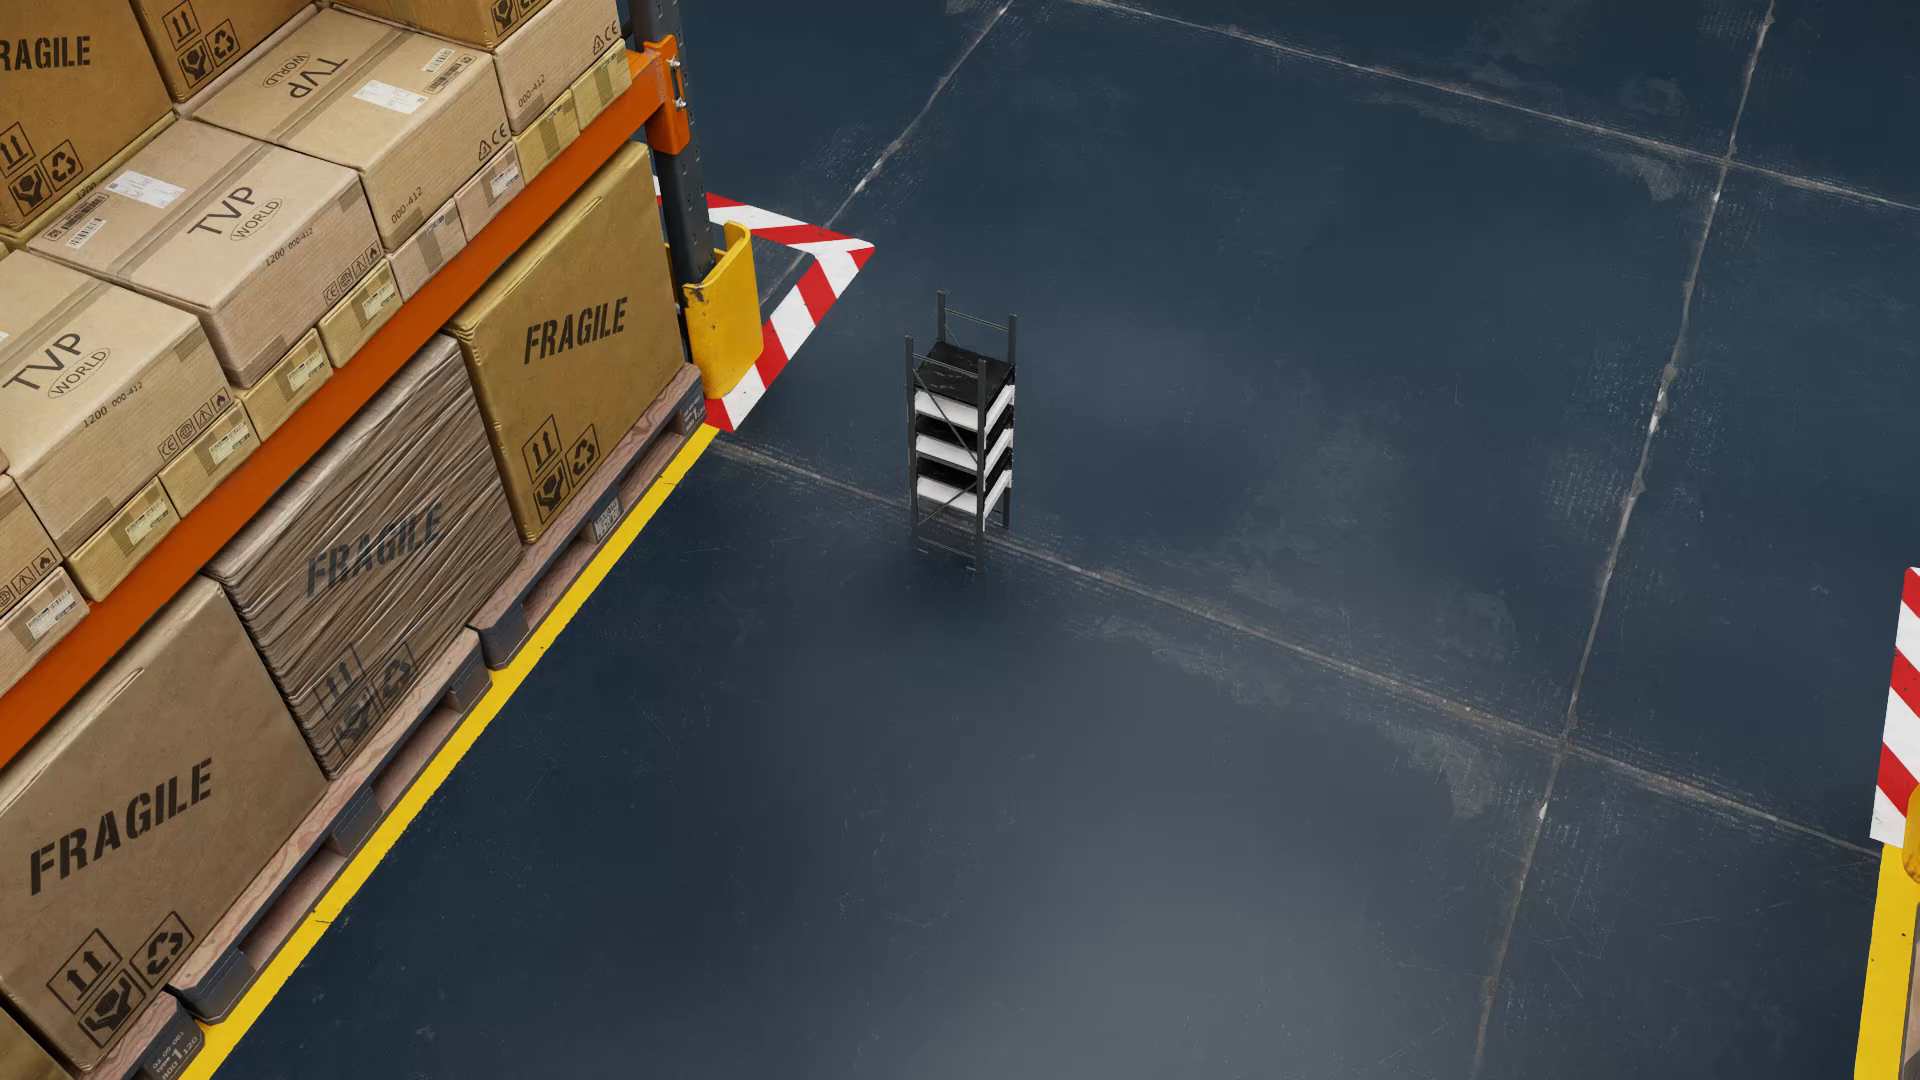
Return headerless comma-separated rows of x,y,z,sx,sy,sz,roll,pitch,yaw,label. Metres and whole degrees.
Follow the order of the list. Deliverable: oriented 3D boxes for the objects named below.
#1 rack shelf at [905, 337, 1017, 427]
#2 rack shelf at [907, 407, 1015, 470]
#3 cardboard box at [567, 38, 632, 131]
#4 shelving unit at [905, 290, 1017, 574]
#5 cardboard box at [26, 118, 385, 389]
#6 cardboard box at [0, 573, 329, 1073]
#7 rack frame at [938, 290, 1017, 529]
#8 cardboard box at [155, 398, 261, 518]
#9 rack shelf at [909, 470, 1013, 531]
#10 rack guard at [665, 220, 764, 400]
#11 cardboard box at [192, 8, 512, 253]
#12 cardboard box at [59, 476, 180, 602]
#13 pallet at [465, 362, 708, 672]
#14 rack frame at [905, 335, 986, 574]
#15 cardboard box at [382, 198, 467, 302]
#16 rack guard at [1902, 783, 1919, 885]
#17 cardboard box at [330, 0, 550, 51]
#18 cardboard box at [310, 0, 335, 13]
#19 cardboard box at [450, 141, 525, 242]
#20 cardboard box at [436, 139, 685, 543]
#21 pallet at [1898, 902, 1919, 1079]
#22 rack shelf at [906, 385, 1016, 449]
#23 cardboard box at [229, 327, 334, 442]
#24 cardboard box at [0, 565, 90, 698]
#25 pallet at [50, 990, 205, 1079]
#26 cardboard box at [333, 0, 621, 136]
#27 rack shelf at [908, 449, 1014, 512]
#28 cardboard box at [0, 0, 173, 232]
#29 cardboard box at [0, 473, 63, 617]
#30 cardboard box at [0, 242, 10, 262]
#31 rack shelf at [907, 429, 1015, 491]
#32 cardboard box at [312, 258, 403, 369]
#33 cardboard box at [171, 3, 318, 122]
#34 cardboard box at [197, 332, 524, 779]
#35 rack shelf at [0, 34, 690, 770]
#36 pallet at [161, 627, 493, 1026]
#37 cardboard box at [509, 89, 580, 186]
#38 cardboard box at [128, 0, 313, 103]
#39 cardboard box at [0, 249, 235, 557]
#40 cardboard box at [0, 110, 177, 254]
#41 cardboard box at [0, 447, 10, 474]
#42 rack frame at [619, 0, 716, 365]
0.003,-0.451,4.732,0.258,0.077,0.200,20,52,16,rack shelf
0.003,-0.334,4.869,0.258,0.077,0.200,20,52,16,rack shelf
-1.131,-1.291,4.544,0.380,0.149,0.250,21,53,17,cardboard box
0.003,-0.297,4.912,0.258,0.900,0.210,20,52,16,shelving unit
-1.678,-0.653,3.739,0.500,0.250,0.500,18,52,15,cardboard box
-2.247,0.534,3.946,0.875,0.875,0.875,20,52,16,cardboard box
0.047,-0.367,4.972,0.240,0.900,0.006,20,52,16,rack frame
-1.785,-0.239,3.648,0.380,0.149,0.250,21,53,17,cardboard box
0.003,-0.159,5.075,0.258,0.077,0.200,20,52,16,rack shelf
-1.267,-0.931,5.714,1.175,0.500,0.348,20,52,16,rack guard
-1.461,-1.004,4.038,0.500,0.250,0.500,19,52,15,cardboard box
-1.894,-0.058,3.495,0.380,0.149,0.250,18,52,15,cardboard box
-1.548,-0.245,5.320,1.003,0.211,1.213,20,52,16,pallet
-0.040,-0.227,4.852,0.240,0.900,0.006,20,52,16,rack frame
-1.457,-0.767,4.098,0.380,0.149,0.250,21,53,17,cardboard box
3.132,0.821,4.223,1.175,0.500,0.348,20,52,16,rack guard
-1.247,-1.595,4.048,0.500,0.500,0.500,20,53,17,cardboard box
-1.726,-1.530,4.486,0.500,0.250,0.500,19,52,15,cardboard box
-1.350,-0.938,4.244,0.380,0.149,0.250,20,52,16,cardboard box
-1.478,-0.706,5.000,0.875,0.875,0.875,20,52,16,cardboard box
2.753,1.462,3.867,1.003,0.211,1.213,20,52,16,pallet
0.003,-0.392,4.800,0.258,0.077,0.200,20,52,16,rack shelf
-1.677,-0.409,3.793,0.380,0.149,0.250,20,52,16,cardboard box
-2.005,0.123,3.341,0.380,0.149,0.250,20,53,16,cardboard box
-2.590,1.435,3.890,1.003,0.211,1.213,20,52,16,pallet
-1.244,-1.353,4.335,0.500,0.250,0.500,19,52,16,cardboard box
0.003,-0.217,5.006,0.258,0.077,0.200,20,52,16,rack shelf
-2.156,-1.070,3.602,0.500,0.500,0.500,19,52,15,cardboard box
-2.115,0.044,3.146,0.500,0.250,0.500,21,53,17,cardboard box
-2.378,-0.464,3.579,0.500,0.250,0.500,19,52,15,cardboard box
0.003,-0.276,4.937,0.258,0.077,0.200,20,52,16,rack shelf
-1.566,-0.587,3.945,0.380,0.149,0.250,19,52,15,cardboard box
-1.942,-1.170,4.179,0.500,0.250,0.500,19,52,16,cardboard box
-1.867,-0.079,4.467,0.875,0.875,0.875,20,52,16,cardboard box
-2.131,-0.115,3.850,1.077,0.370,4.000,20,52,16,rack shelf
-2.070,0.592,4.608,1.003,0.211,1.213,20,52,16,pallet
-1.241,-1.112,4.391,0.380,0.149,0.250,20,53,16,cardboard box
-1.940,-1.429,3.907,0.500,0.500,0.500,19,52,15,cardboard box
-1.897,-0.293,3.433,0.500,0.250,0.500,20,52,16,cardboard box
-2.160,-0.825,3.886,0.500,0.250,0.500,18,52,15,cardboard box
-2.115,-0.204,2.865,0.500,0.500,0.500,18,52,15,cardboard box
-1.277,-1.725,4.748,1.000,3.000,0.127,20,52,16,rack frame
